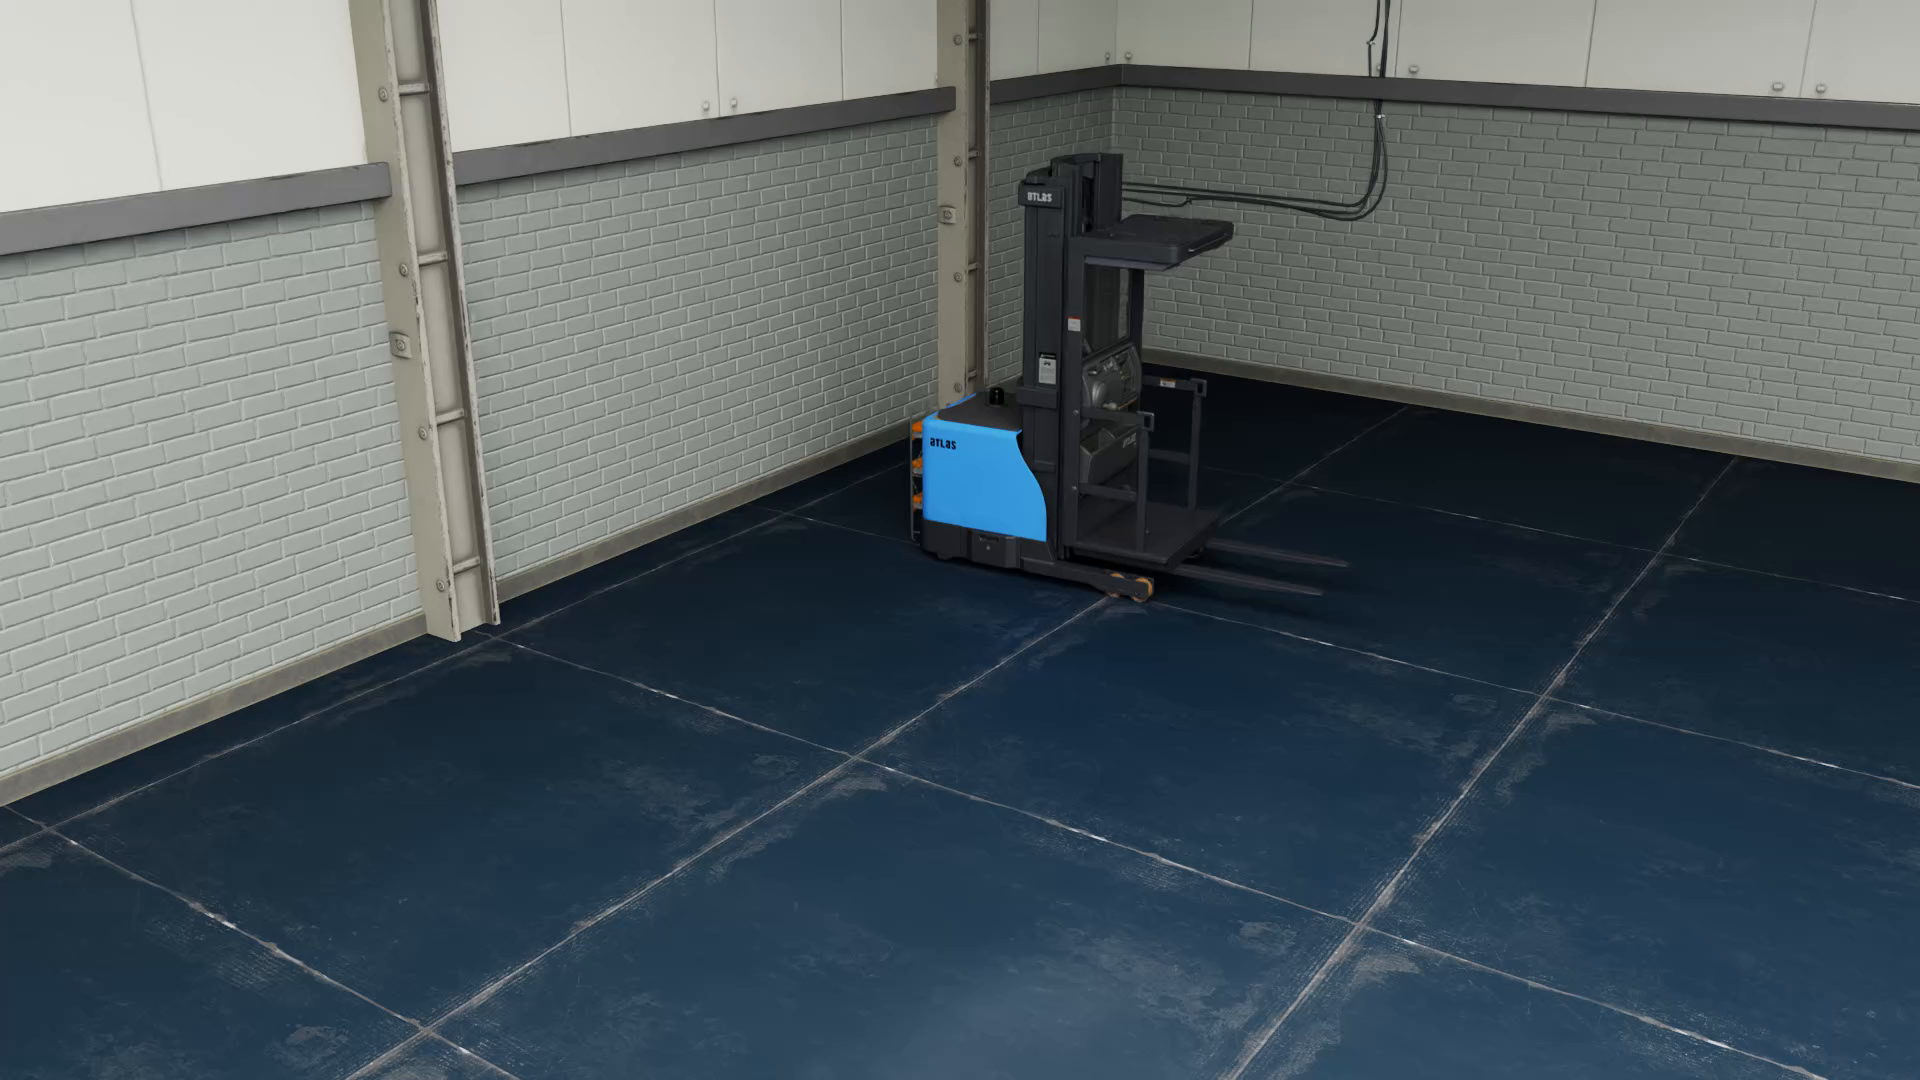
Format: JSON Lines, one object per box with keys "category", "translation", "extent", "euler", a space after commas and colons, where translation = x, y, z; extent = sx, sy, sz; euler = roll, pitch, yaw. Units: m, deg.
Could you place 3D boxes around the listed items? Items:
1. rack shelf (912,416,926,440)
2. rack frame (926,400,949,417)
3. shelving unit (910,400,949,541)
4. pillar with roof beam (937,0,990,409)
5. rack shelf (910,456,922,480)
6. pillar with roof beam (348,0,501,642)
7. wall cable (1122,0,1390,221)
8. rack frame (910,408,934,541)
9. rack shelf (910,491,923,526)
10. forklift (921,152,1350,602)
{"category": "rack shelf", "translation": [-0.228, -0.770, 12.546], "extent": [0.215, 0.259, 0.240], "euler": [10, 23, 26]}
{"category": "rack frame", "translation": [-0.171, -0.551, 12.742], "extent": [0.200, 1.050, 0.008], "euler": [10, 23, 26]}
{"category": "shelving unit", "translation": [-0.228, -0.514, 12.641], "extent": [0.215, 1.050, 0.252], "euler": [10, 23, 26]}
{"category": "pillar with roof beam", "translation": [3.592, -4.517, 12.004], "extent": [9.100, 9.000, 0.400], "euler": [13, 24, 32]}
{"category": "rack shelf", "translation": [-0.228, -0.504, 12.644], "extent": [0.215, 0.259, 0.240], "euler": [10, 23, 26]}
{"category": "pillar with roof beam", "translation": [0.219, -2.795, 7.350], "extent": [9.100, 9.000, 0.400], "euler": [13, 24, 32]}
{"category": "wall cable", "translation": [2.781, -4.487, 16.401], "extent": [3.097, 2.526, 0.112], "euler": [13, 24, 32]}
{"category": "rack frame", "translation": [-0.285, -0.476, 12.539], "extent": [0.200, 1.050, 0.008], "euler": [10, 23, 26]}
{"category": "rack shelf", "translation": [-0.228, -0.243, 12.741], "extent": [0.215, 0.259, 0.240], "euler": [10, 23, 26]}
{"category": "forklift", "translation": [1.250, -1.152, 11.654], "extent": [3.031, 2.935, 1.130], "euler": [11, 23, 27]}
